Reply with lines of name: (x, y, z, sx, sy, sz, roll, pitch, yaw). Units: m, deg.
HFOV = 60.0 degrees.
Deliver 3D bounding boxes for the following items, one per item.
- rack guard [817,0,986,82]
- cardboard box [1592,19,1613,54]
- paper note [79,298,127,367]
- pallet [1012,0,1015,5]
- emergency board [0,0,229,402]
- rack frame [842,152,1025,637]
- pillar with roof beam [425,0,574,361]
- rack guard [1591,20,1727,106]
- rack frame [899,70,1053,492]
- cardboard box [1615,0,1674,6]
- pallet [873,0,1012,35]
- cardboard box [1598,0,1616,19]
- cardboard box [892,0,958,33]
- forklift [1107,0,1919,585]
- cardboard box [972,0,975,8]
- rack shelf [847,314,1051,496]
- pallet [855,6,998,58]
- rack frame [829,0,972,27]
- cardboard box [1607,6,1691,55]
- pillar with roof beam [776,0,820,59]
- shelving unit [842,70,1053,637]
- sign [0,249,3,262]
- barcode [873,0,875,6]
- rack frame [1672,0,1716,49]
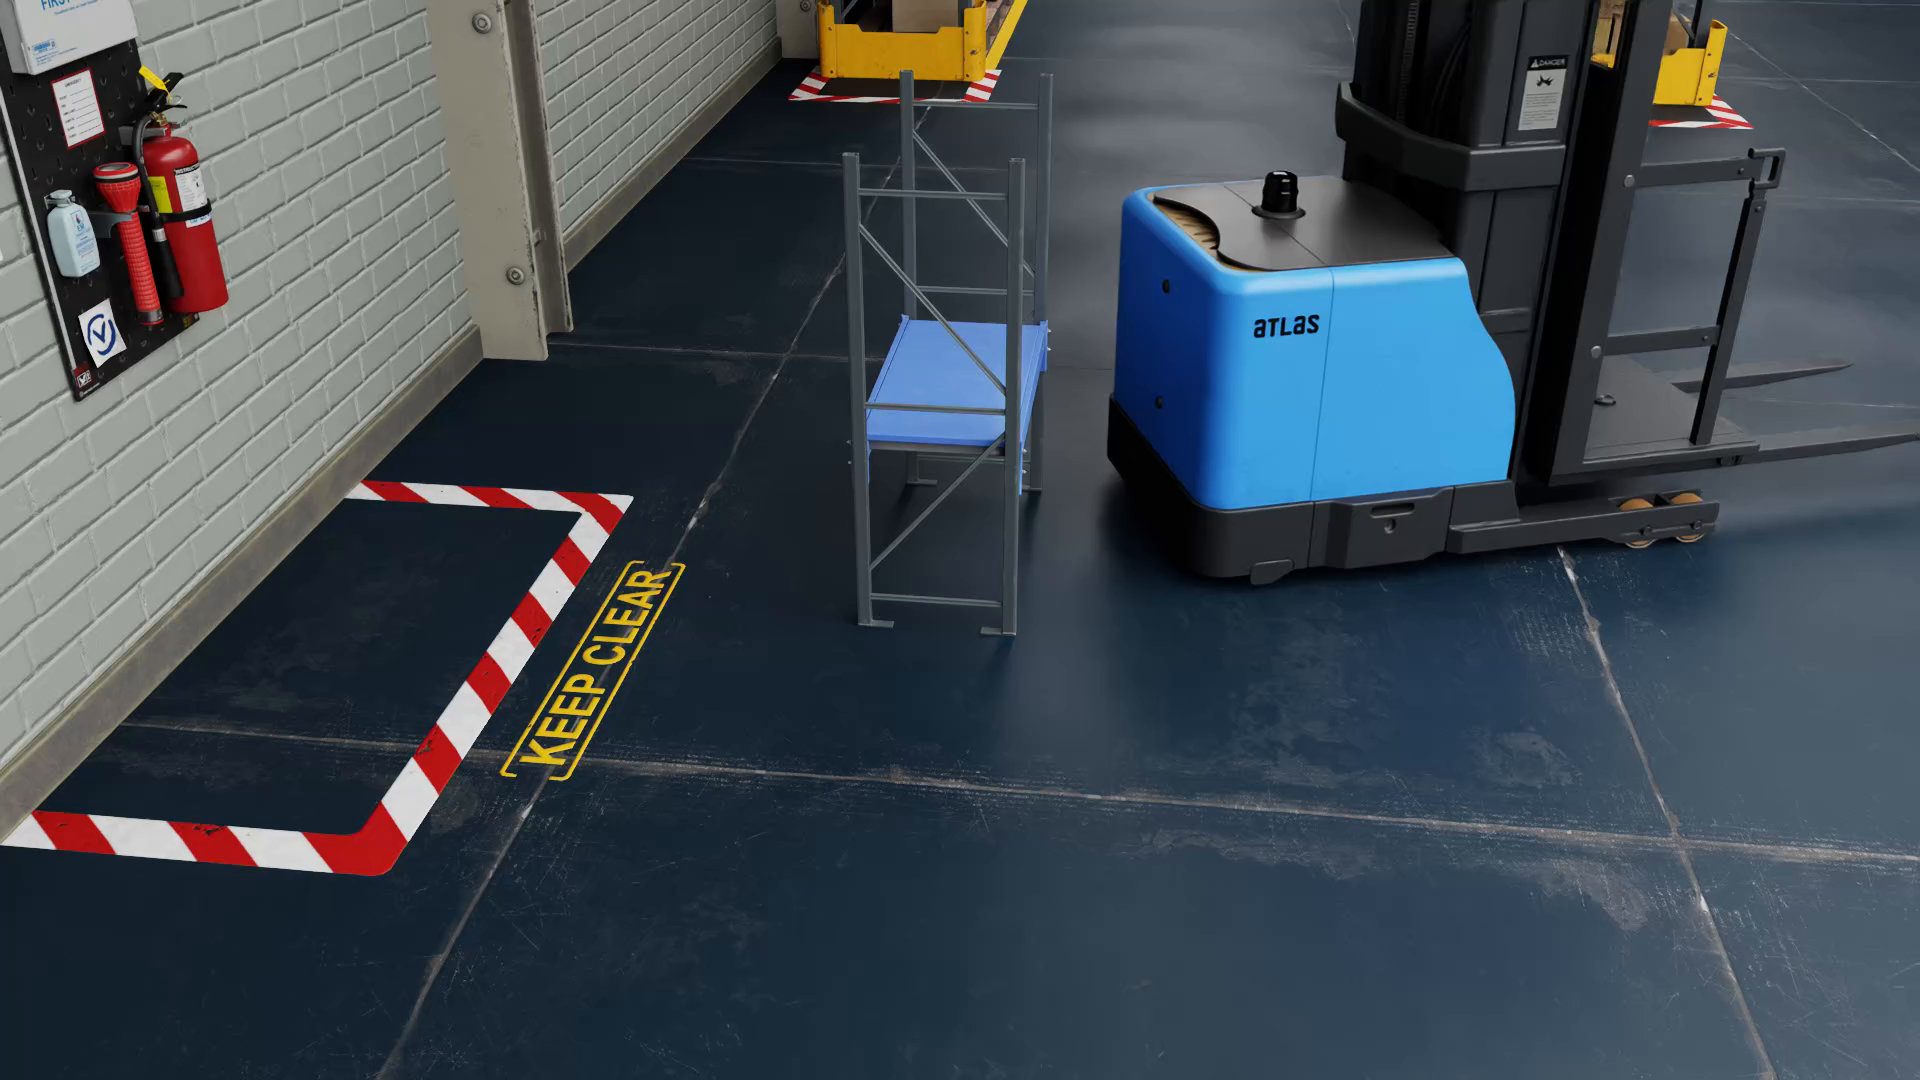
rack guard: (-0.409, -3.578, 11.864, 1.175, 0.500, 0.348, 3, 28, 6)
cardboard box: (4.271, -3.601, 11.727, 0.500, 0.250, 0.500, 3, 28, 6)
paper note: (-2.357, -0.570, 4.574, 0.016, 0.148, 0.142, 3, 28, 6)
pallet: (0.024, -4.980, 14.771, 1.003, 0.211, 1.213, 3, 28, 6)
emergency board: (-2.267, -1.037, 4.513, 0.194, 1.169, 0.643, 3, 28, 6)
rack frame: (-0.073, -0.381, 4.876, 0.500, 1.500, 0.032, 3, 28, 6)
pillar with roof beam: (2.346, -4.589, 4.780, 9.100, 9.000, 0.400, 3, 28, 6)
rack guard: (4.495, -3.245, 11.246, 1.175, 0.500, 0.348, 3, 28, 6)
rack frame: (0.052, -0.859, 5.764, 0.500, 1.500, 0.032, 3, 28, 6)
cardboard box: (4.844, -4.136, 11.930, 0.500, 0.500, 0.500, 3, 28, 6)
pallet: (-0.123, -4.404, 13.702, 1.003, 0.211, 1.213, 3, 28, 6)
cardboard box: (4.269, -3.931, 11.549, 0.500, 0.500, 0.500, 3, 28, 6)
cardboard box: (-0.245, -3.973, 12.333, 0.500, 0.311, 0.500, 0, 28, 0)
forklift: (2.119, -1.499, 5.442, 3.031, 2.935, 1.130, -6, 29, -12)
cardboard box: (-0.175, -4.242, 12.831, 0.500, 0.311, 0.500, 6, 29, 10)
rack shelf: (-0.010, -0.462, 5.405, 0.538, 0.185, 1.000, 3, 28, 6)
pallet: (-0.275, -3.831, 12.639, 1.003, 0.211, 1.213, 3, 28, 6)
rack frame: (-0.419, -4.643, 11.205, 1.000, 3.000, 0.127, 3, 28, 6)
cardboard box: (4.785, -3.570, 11.671, 0.500, 0.250, 0.500, 3, 28, 6)
pillar with roof beam: (3.081, -7.413, 10.023, 9.100, 9.000, 0.400, 3, 28, 6)
shelving unit: (-0.010, -0.620, 5.320, 0.538, 1.500, 1.048, 3, 28, 6)
sign: (-2.437, -0.799, 4.032, 0.001, 0.329, 0.234, 3, 28, 6)
barcode: (-0.639, -4.009, 12.390, 0.001, 0.075, 0.075, 3, 28, 6)
rack frame: (4.498, -4.357, 10.674, 1.000, 3.000, 0.127, 3, 28, 6)
